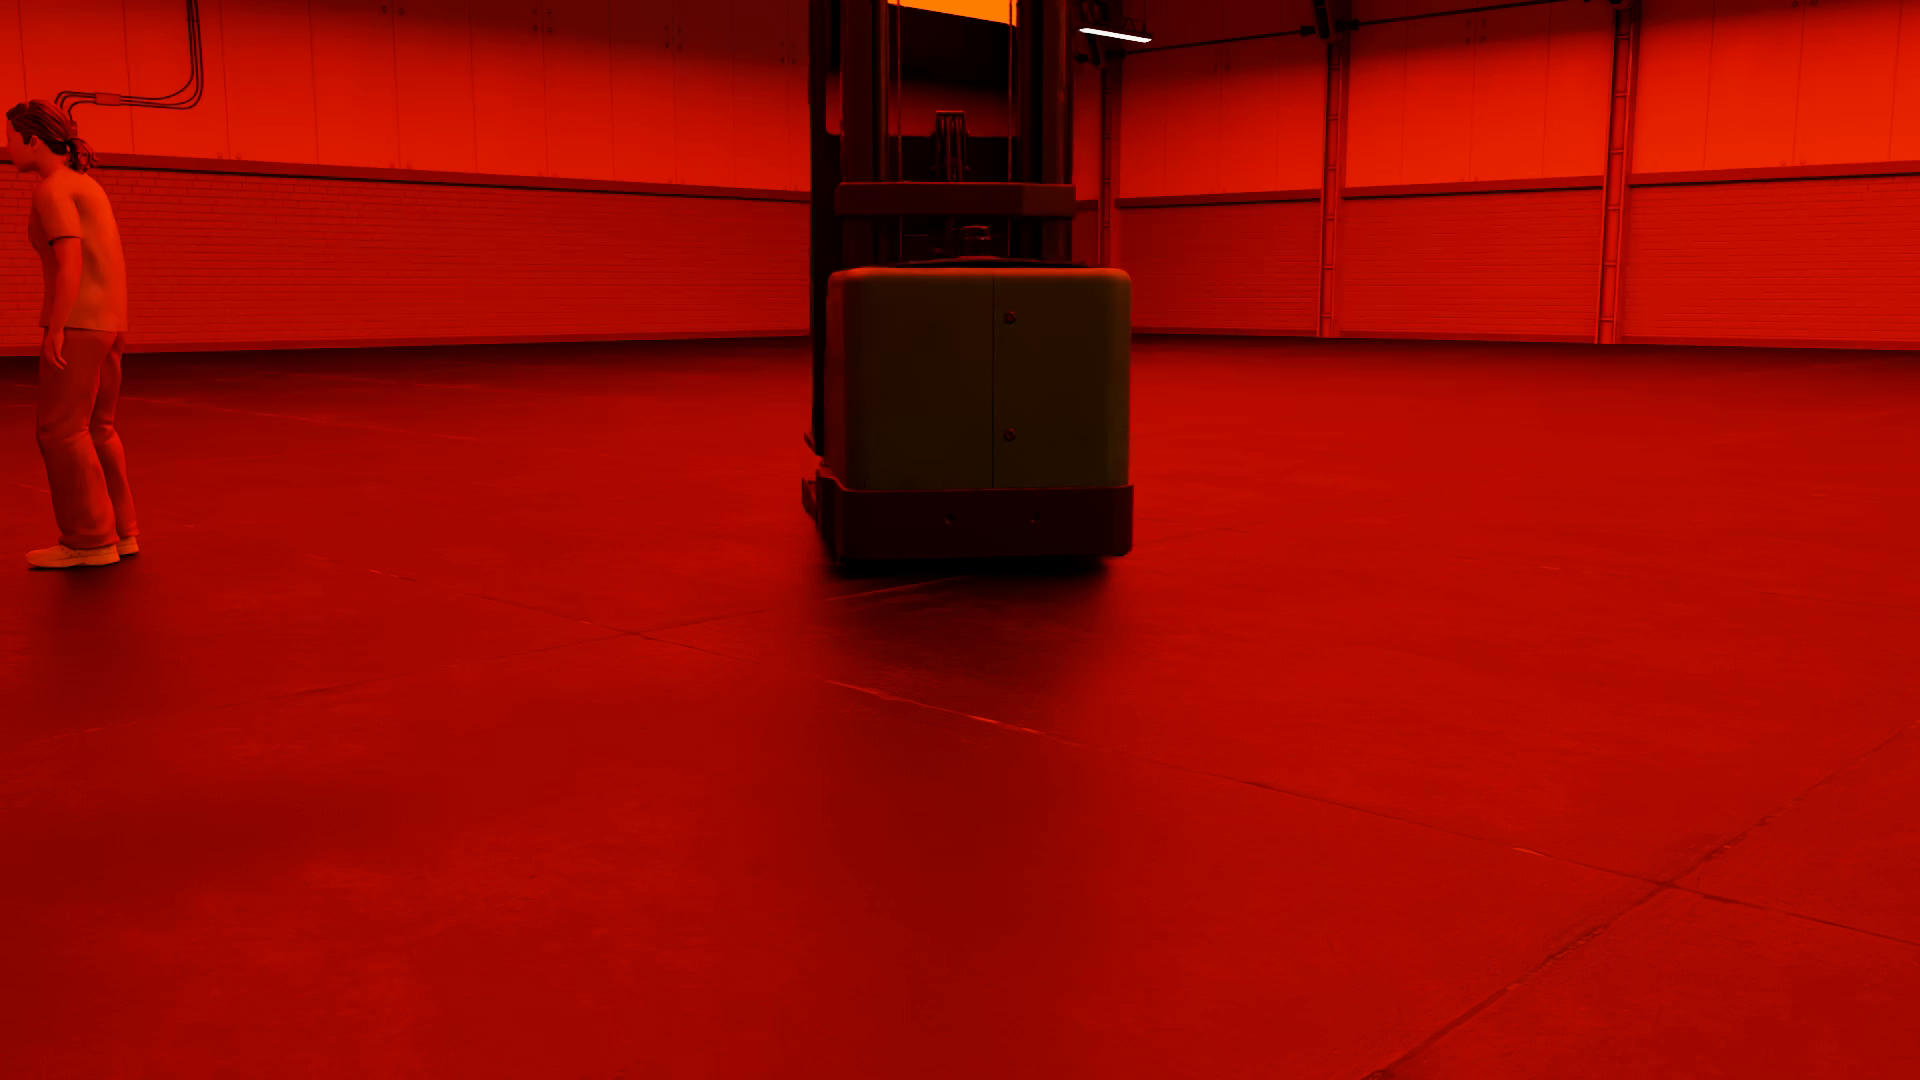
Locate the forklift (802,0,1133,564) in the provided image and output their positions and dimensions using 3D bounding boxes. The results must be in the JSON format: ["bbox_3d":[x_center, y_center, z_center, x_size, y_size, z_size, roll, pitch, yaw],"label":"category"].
[{"bbox_3d":[-0.115,-1.541,7.107,1.130,2.935,3.031,-1,9,-9],"label":"forklift"}]

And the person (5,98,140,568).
[{"bbox_3d":[-3.238,-0.745,6.066,0.365,1.667,0.516,-2,9,-11],"label":"person"}]
